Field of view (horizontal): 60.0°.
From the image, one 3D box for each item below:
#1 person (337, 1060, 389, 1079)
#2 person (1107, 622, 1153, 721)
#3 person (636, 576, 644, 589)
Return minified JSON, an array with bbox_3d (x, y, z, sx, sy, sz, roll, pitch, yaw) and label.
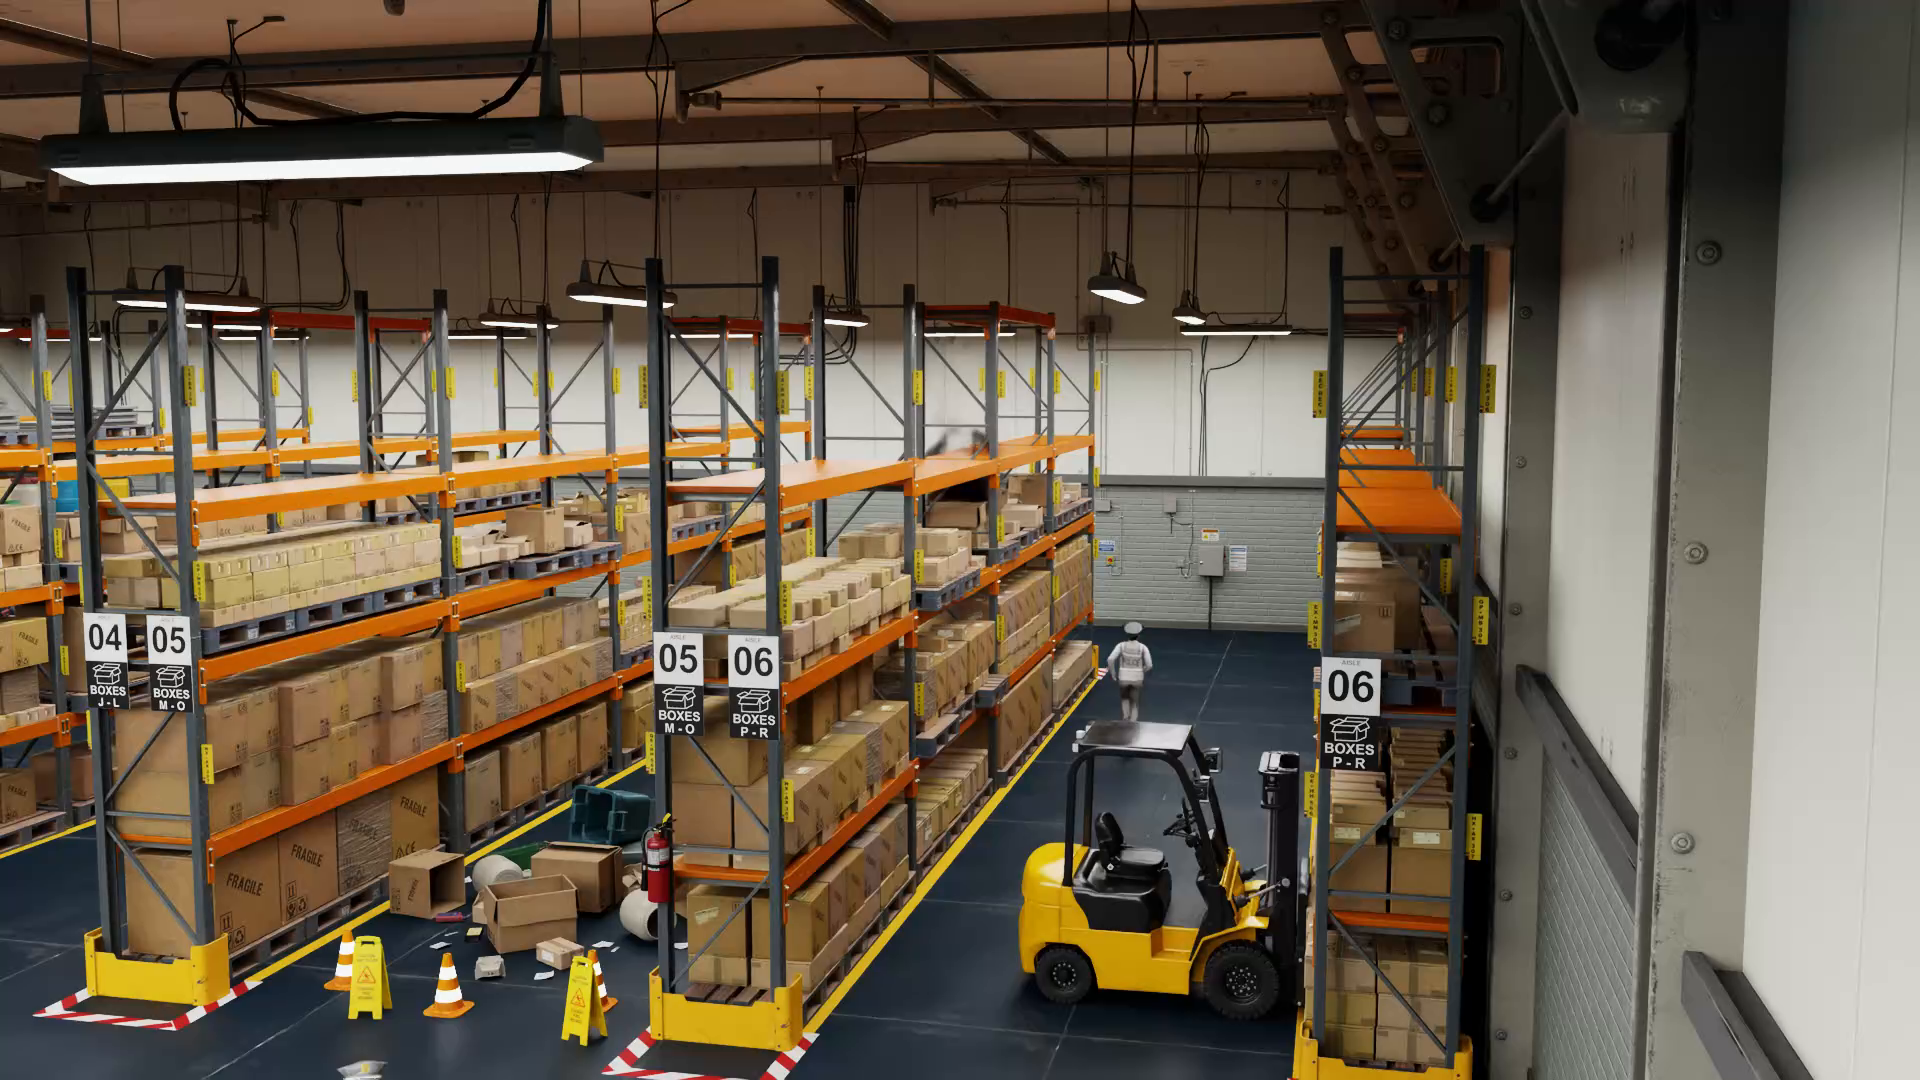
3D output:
[{"bbox_3d":[-3.049,3.461,8.649,0.601,1.696,0.811,-2,6,-22],"label":"person"},{"bbox_3d":[2.401,1.969,23.403,0.623,1.658,0.591,1,6,12],"label":"person"},{"bbox_3d":[-5.211,1.493,27.646,0.726,1.824,0.975,2,6,20],"label":"person"}]
